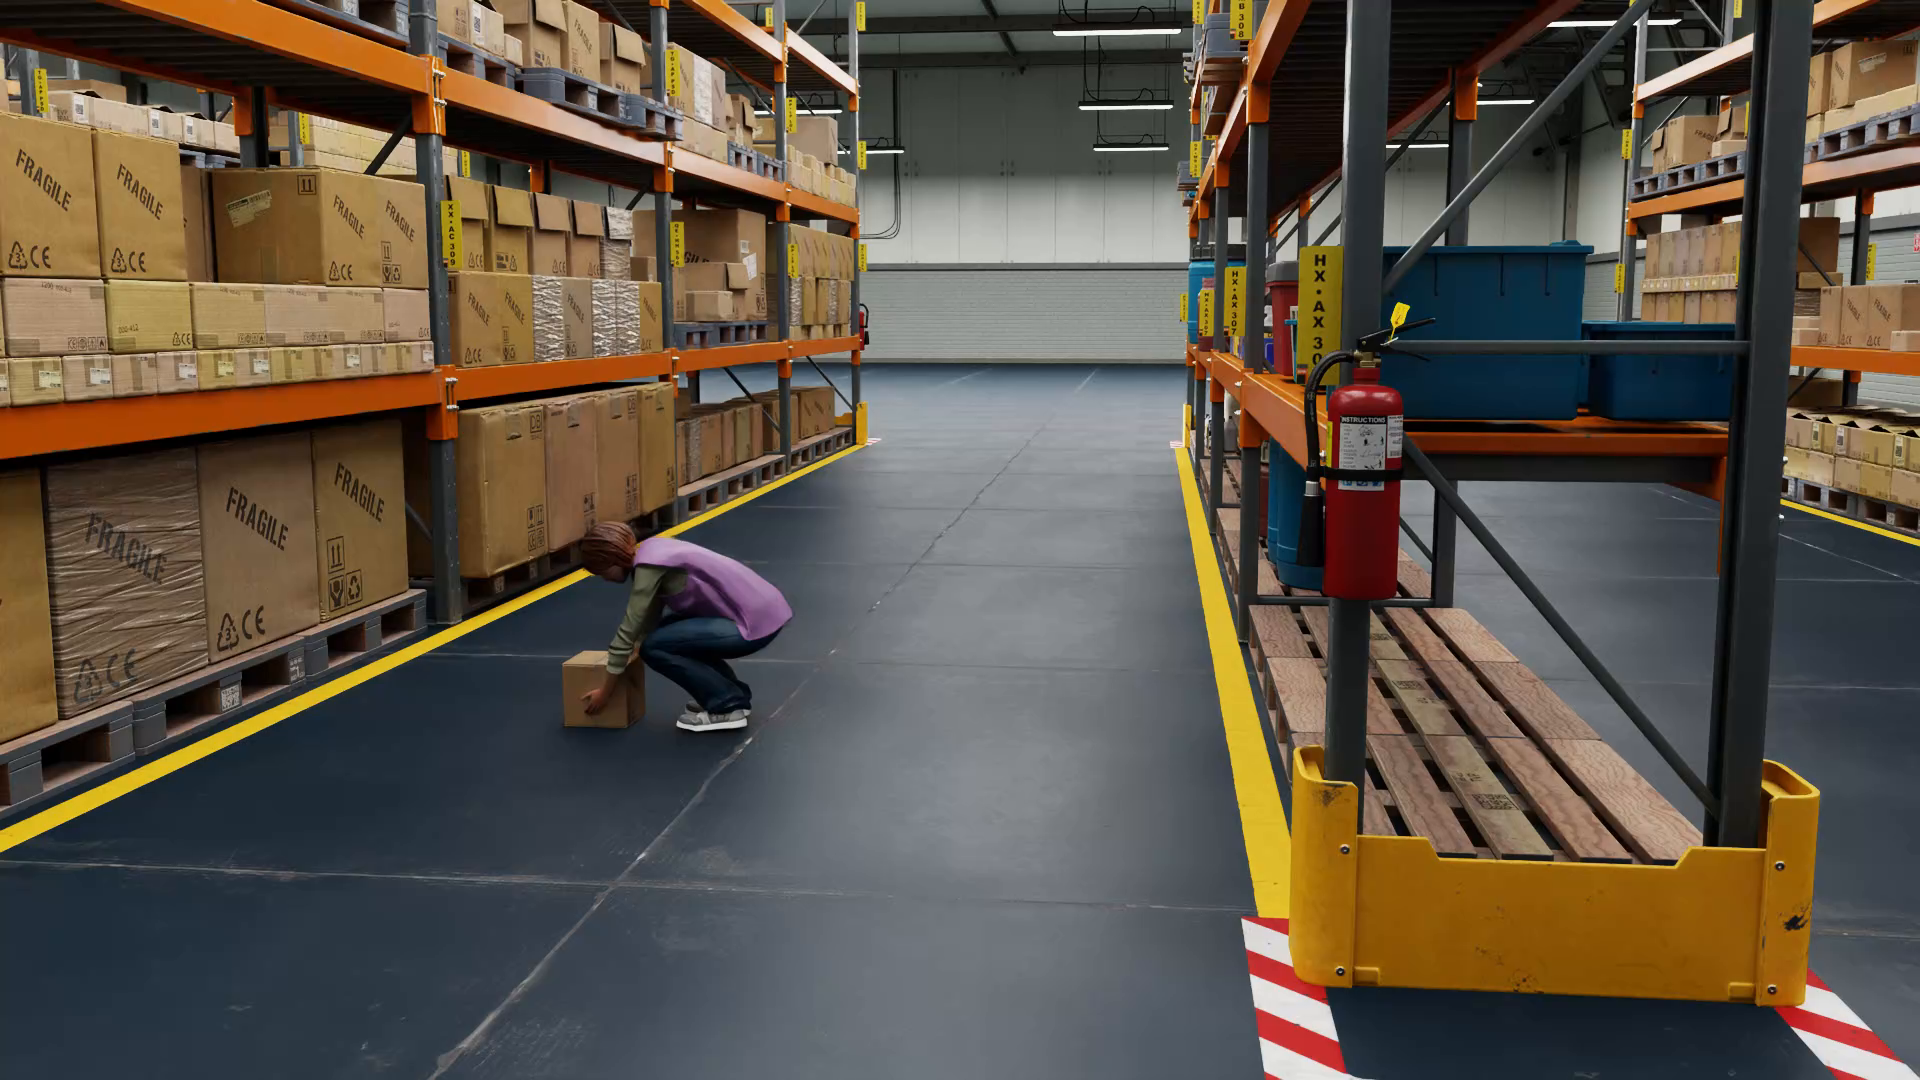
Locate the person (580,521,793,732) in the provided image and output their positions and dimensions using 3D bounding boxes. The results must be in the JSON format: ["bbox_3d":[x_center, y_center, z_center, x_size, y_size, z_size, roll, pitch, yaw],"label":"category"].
[{"bbox_3d":[-1.053,0.325,6.436,0.802,0.796,0.431,1,8,6],"label":"person"}]
